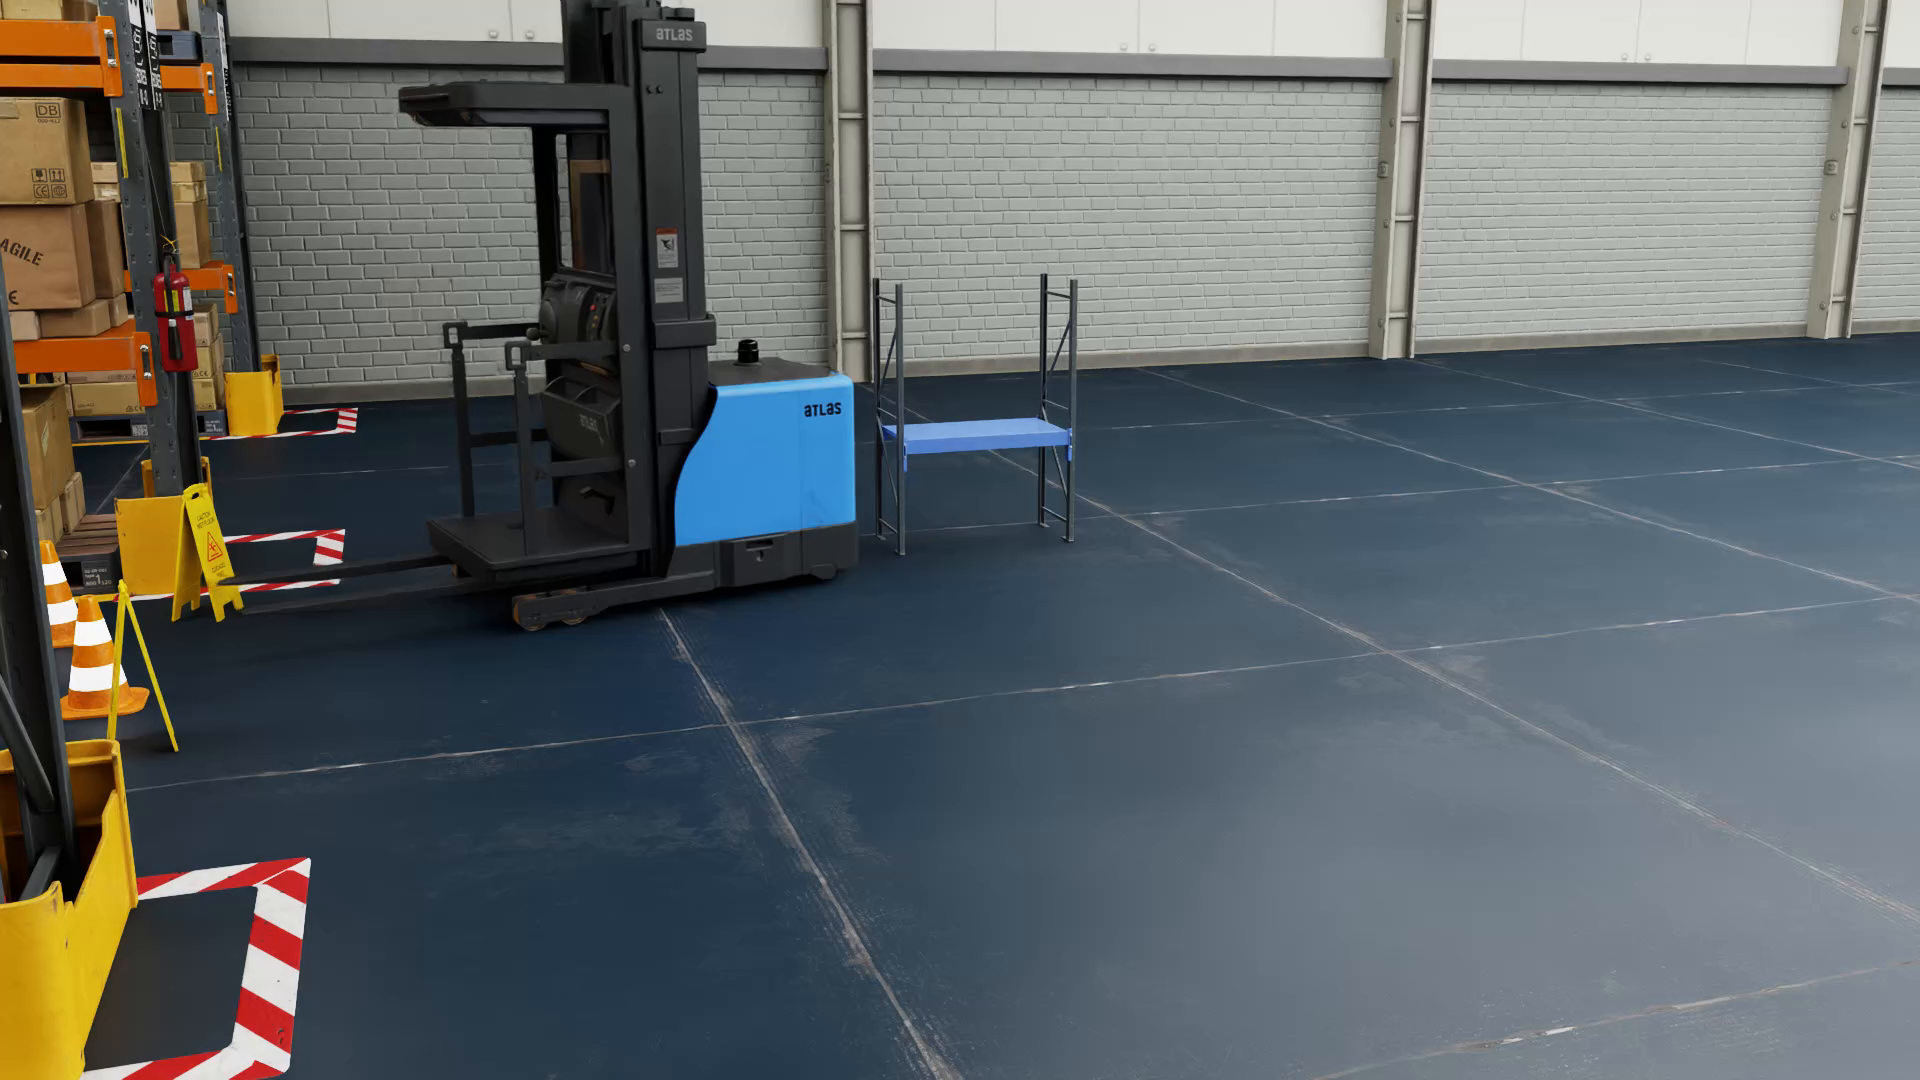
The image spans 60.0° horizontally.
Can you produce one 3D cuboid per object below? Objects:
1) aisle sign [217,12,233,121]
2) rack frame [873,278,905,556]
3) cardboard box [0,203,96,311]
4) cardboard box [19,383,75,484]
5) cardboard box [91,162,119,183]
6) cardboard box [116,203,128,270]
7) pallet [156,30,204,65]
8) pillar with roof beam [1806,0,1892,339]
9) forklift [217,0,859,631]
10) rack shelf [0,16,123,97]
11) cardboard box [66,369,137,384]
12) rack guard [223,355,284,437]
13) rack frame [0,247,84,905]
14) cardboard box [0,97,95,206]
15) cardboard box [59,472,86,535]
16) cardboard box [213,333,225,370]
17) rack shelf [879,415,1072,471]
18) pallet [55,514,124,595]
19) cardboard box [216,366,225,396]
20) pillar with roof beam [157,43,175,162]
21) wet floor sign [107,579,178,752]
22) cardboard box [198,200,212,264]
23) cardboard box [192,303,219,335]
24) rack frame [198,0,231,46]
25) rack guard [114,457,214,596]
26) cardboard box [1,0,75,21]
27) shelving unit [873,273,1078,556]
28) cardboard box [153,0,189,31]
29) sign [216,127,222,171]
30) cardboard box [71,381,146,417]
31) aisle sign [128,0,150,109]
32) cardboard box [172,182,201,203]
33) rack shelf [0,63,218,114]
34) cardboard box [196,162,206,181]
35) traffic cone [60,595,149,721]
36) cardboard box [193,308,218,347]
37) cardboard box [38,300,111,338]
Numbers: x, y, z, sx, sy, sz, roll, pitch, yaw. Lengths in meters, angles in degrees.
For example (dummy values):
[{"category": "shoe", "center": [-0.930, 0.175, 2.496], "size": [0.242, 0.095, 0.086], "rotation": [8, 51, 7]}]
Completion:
[{"category": "aisle sign", "center": [-5.621, -3.610, 12.720], "size": [0.004, 0.787, 0.394], "rotation": [-4, 14, -18]}, {"category": "rack frame", "center": [-0.401, -0.698, 9.338], "size": [0.032, 1.500, 0.500], "rotation": [-4, 14, -18]}, {"category": "cardboard box", "center": [-4.617, -1.409, 8.227], "size": [0.500, 0.500, 0.500], "rotation": [-5, 14, -19]}, {"category": "cardboard box", "center": [-5.066, -0.547, 8.875], "size": [0.500, 0.500, 0.500], "rotation": [-5, 14, -20]}, {"category": "cardboard box", "center": [-6.513, -2.791, 12.634], "size": [0.250, 0.149, 0.380], "rotation": [-4, 14, -17]}, {"category": "cardboard box", "center": [-6.655, -2.323, 12.713], "size": [0.500, 0.500, 0.500], "rotation": [-4, 14, -16]}, {"category": "pallet", "center": [-6.456, -3.775, 12.739], "size": [1.213, 0.211, 1.003], "rotation": [-4, 14, -18]}, {"category": "pillar with roof beam", "center": [11.708, -5.854, 14.808], "size": [0.400, 9.000, 9.100], "rotation": [-4, 14, -18]}, {"category": "forklift", "center": [-2.054, -1.136, 8.085], "size": [3.031, 2.935, 1.130], "rotation": [-8, 16, -32]}, {"category": "rack shelf", "center": [-6.086, -2.278, 7.811], "size": [4.000, 0.370, 1.077], "rotation": [-4, 14, -18]}, {"category": "cardboard box", "center": [-6.618, -1.376, 12.898], "size": [0.500, 0.250, 0.500], "rotation": [-5, 14, -19]}, {"category": "rack guard", "center": [-5.755, -1.191, 13.568], "size": [0.348, 0.500, 1.175], "rotation": [-4, 14, -18]}, {"category": "rack frame", "center": [-2.516, -0.238, 4.163], "size": [0.127, 3.000, 1.000], "rotation": [-4, 14, -18]}, {"category": "cardboard box", "center": [-4.605, -1.911, 8.174], "size": [0.500, 0.500, 0.700], "rotation": [-5, 14, -19]}, {"category": "cardboard box", "center": [-5.043, -0.184, 8.970], "size": [0.500, 0.250, 0.500], "rotation": [-5, 14, -19]}, {"category": "cardboard box", "center": [-6.289, -1.526, 13.529], "size": [0.500, 0.250, 0.500], "rotation": [-4, 14, -17]}, {"category": "rack shelf", "center": [0.081, -0.561, 9.537], "size": [1.000, 0.185, 0.538], "rotation": [-4, 14, -18]}, {"category": "pallet", "center": [-5.044, 0.098, 8.775], "size": [1.213, 0.211, 1.003], "rotation": [-4, 14, -18]}, {"category": "cardboard box", "center": [-6.305, -1.278, 13.569], "size": [0.500, 0.250, 0.500], "rotation": [-4, 14, -18]}, {"category": "pillar with roof beam", "center": [-5.352, -4.526, 9.223], "size": [0.400, 9.000, 9.100], "rotation": [-4, 14, -18]}, {"category": "wet floor sign", "center": [-3.120, 0.471, 6.270], "size": [0.232, 0.644, 0.267], "rotation": [-7, 15, -28]}, {"category": "cardboard box", "center": [-6.335, -2.478, 13.362], "size": [0.500, 0.500, 0.500], "rotation": [-4, 14, -16]}, {"category": "cardboard box", "center": [-6.293, -1.764, 13.451], "size": [0.500, 0.250, 0.500], "rotation": [-5, 14, -19]}, {"category": "rack frame", "center": [-5.777, -5.324, 12.577], "size": [0.127, 3.000, 1.000], "rotation": [-4, 14, -18]}, {"category": "rack guard", "center": [-4.263, -0.095, 8.961], "size": [0.348, 0.500, 1.175], "rotation": [-4, 14, -18]}, {"category": "cardboard box", "center": [-4.440, -2.566, 8.009], "size": [0.250, 0.149, 0.380], "rotation": [-4, 14, -18]}, {"category": "shelving unit", "center": [0.081, -0.736, 9.496], "size": [1.048, 1.500, 0.538], "rotation": [-4, 14, -18]}, {"category": "cardboard box", "center": [-6.119, -4.080, 12.491], "size": [0.500, 0.500, 0.500], "rotation": [-4, 14, -16]}, {"category": "sign", "center": [-5.617, -2.963, 12.605], "size": [0.005, 0.325, 0.100], "rotation": [-4, 14, -18]}, {"category": "cardboard box", "center": [-6.596, -1.133, 12.958], "size": [0.500, 0.250, 0.500], "rotation": [-4, 14, -18]}, {"category": "aisle sign", "center": [-4.039, -2.522, 8.147], "size": [0.004, 0.787, 0.394], "rotation": [-4, 14, -18]}, {"category": "cardboard box", "center": [-6.016, -2.682, 12.819], "size": [0.250, 0.149, 0.380], "rotation": [-4, 14, -17]}, {"category": "rack shelf", "center": [-7.673, -3.367, 12.387], "size": [4.000, 0.370, 1.077], "rotation": [-4, 14, -18]}, {"category": "cardboard box", "center": [-6.164, -2.936, 13.243], "size": [0.250, 0.149, 0.380], "rotation": [-5, 14, -19]}, {"category": "traffic cone", "center": [-3.510, 0.451, 6.748], "size": [0.334, 0.463, 0.336], "rotation": [-4, 14, -18]}, {"category": "cardboard box", "center": [-6.114, -1.656, 12.995], "size": [0.500, 0.250, 0.500], "rotation": [-4, 14, -16]}, {"category": "cardboard box", "center": [-4.477, -1.120, 8.412], "size": [0.250, 0.149, 0.380], "rotation": [-4, 14, -16]}]
